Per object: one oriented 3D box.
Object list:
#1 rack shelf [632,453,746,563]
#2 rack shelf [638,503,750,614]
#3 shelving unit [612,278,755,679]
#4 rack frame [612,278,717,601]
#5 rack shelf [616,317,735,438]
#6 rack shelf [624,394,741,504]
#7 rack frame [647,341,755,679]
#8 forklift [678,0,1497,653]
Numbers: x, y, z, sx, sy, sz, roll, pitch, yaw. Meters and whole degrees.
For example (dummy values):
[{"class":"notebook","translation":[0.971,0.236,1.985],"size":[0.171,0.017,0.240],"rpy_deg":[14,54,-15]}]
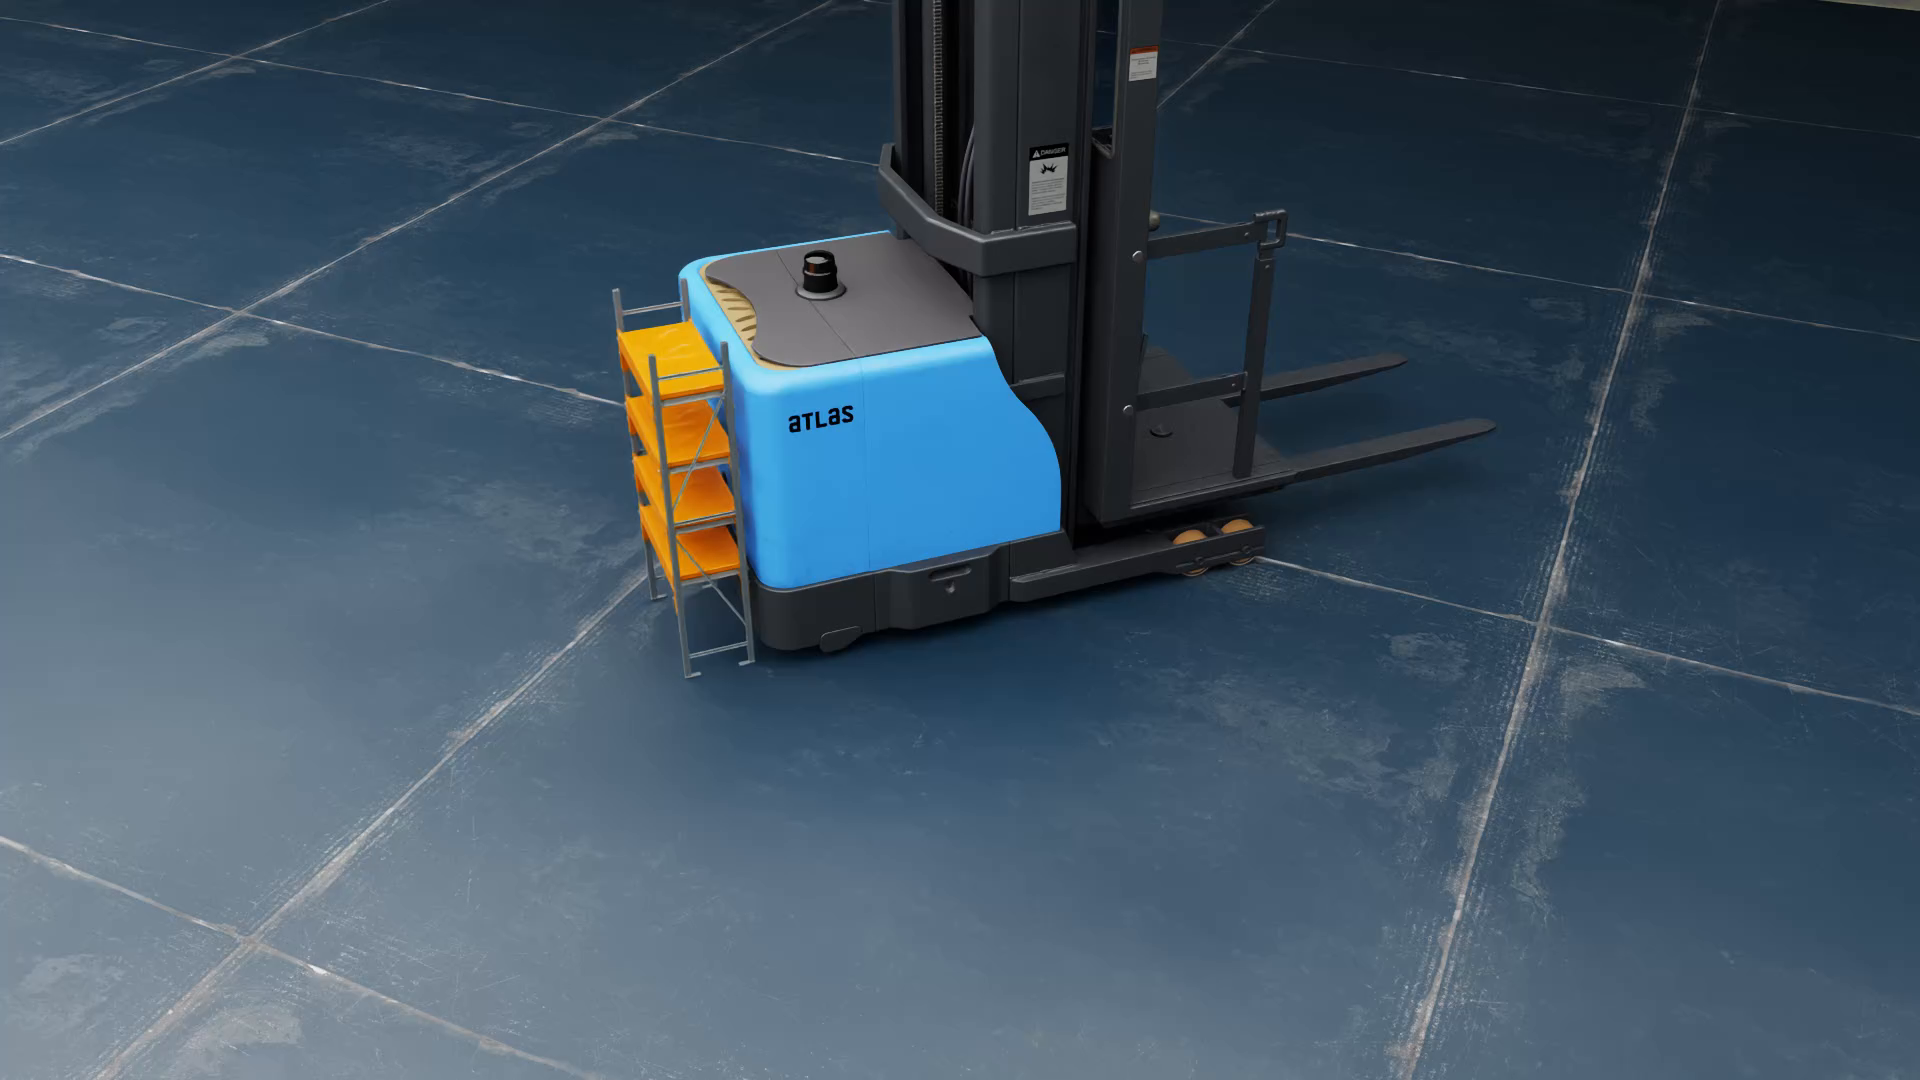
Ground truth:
[{"class":"rack shelf","translation":[-0.897,-0.133,5.482],"size":[0.258,0.148,0.480],"rpy_deg":[-13,35,-18]},{"class":"rack shelf","translation":[-0.897,0.033,5.591],"size":[0.258,0.148,0.480],"rpy_deg":[-13,35,-18]},{"class":"shelving unit","translation":[-0.897,-0.190,5.445],"size":[0.258,1.200,0.503],"rpy_deg":[-13,35,-18]},{"class":"rack frame","translation":[-0.989,-0.314,5.634],"size":[0.240,1.200,0.015],"rpy_deg":[-13,35,-18]},{"class":"rack shelf","translation":[-0.898,-0.518,5.229],"size":[0.258,0.148,0.480],"rpy_deg":[-13,35,-18]},{"class":"rack shelf","translation":[-0.897,-0.320,5.359],"size":[0.258,0.148,0.480],"rpy_deg":[-13,35,-18]},{"class":"rack frame","translation":[-0.806,-0.066,5.256],"size":[0.240,1.200,0.015],"rpy_deg":[-13,35,-18]},{"class":"forklift","translation":[0.579,-1.351,5.637],"size":[3.031,2.935,1.130],"rpy_deg":[-12,35,-18]}]
